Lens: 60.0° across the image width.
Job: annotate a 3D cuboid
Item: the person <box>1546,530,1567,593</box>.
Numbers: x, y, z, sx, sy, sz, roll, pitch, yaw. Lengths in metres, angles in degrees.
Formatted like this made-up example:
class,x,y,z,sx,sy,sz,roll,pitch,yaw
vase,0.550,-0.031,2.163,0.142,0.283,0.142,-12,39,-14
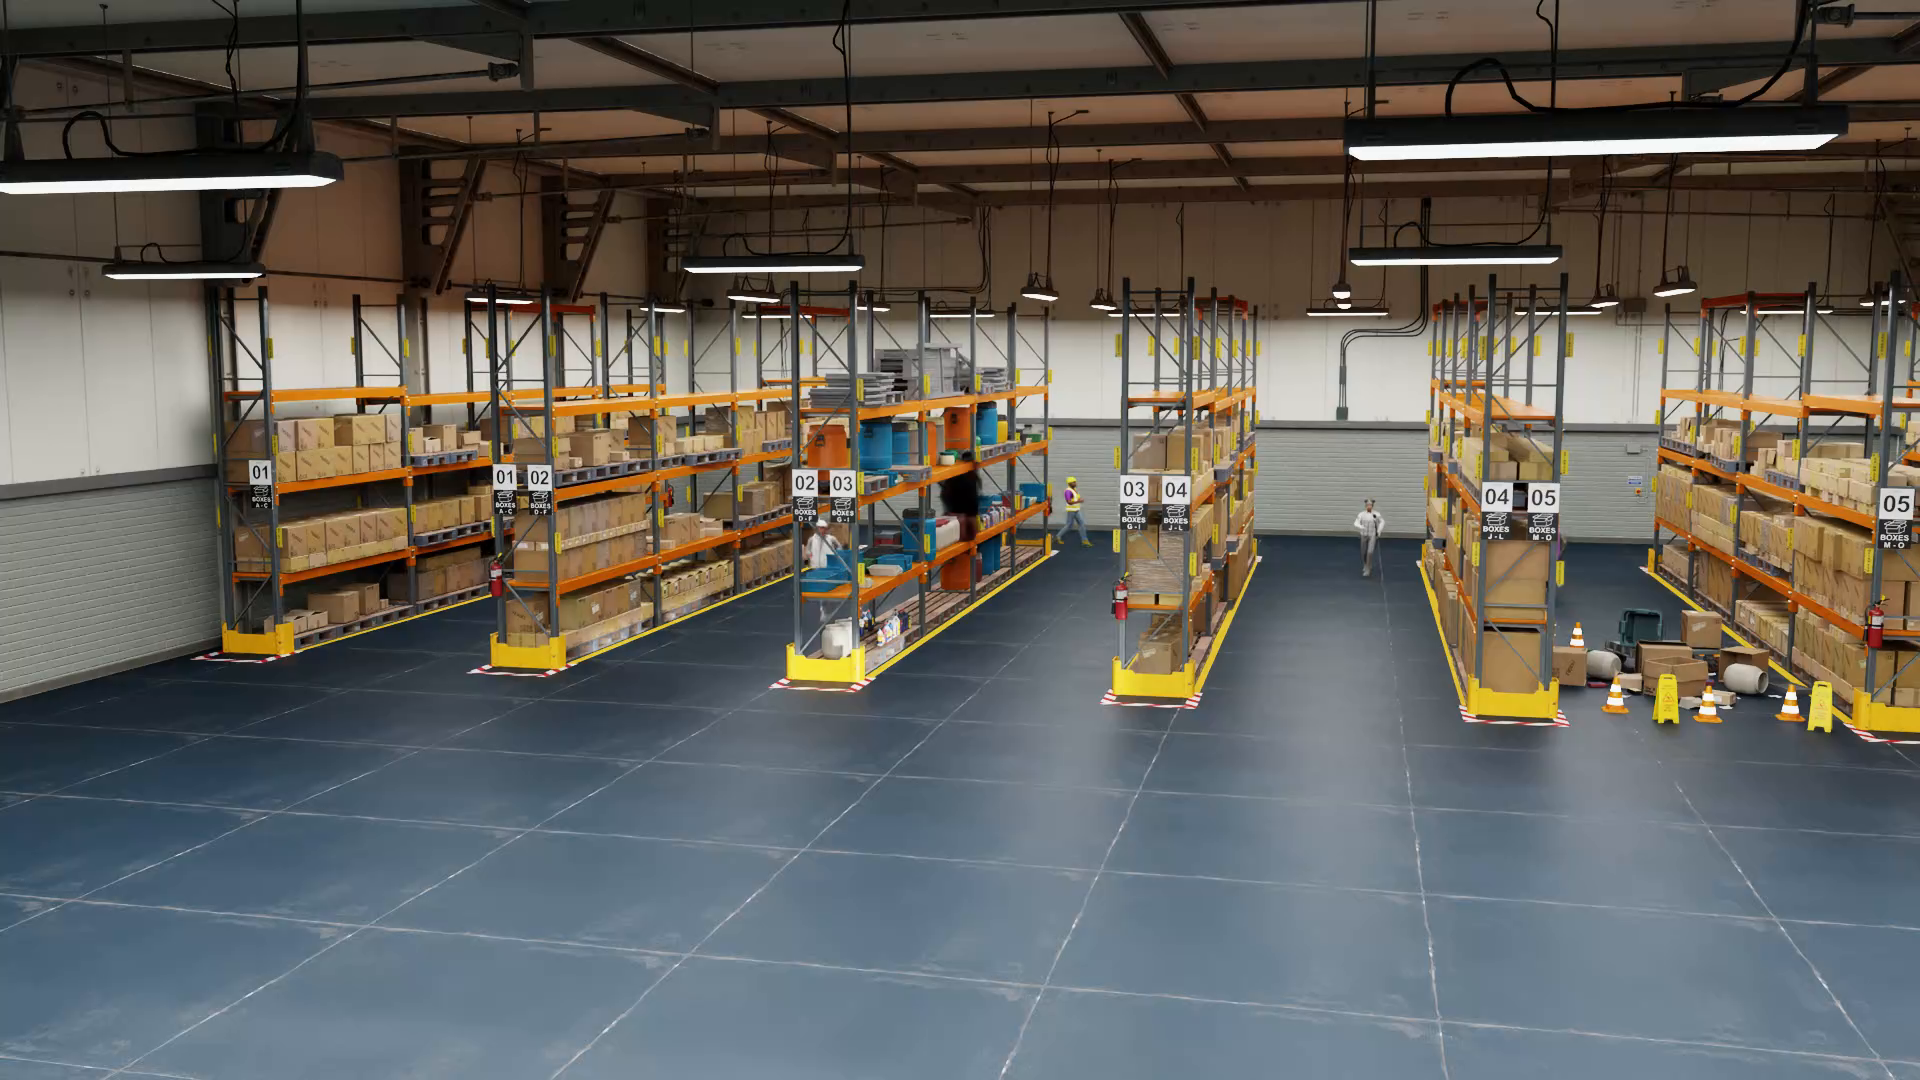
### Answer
class,x,y,z,sx,sy,sz,roll,pitch,yaw
person,12.096,0.354,33.942,0.544,1.559,0.672,1,7,7

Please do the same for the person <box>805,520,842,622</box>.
class,x,y,z,sx,sy,sz,roll,pitch,yaw
person,-2.488,0.523,30.133,0.610,1.805,0.886,2,7,14

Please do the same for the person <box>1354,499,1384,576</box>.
class,x,y,z,sx,sy,sz,roll,pitch,yaw
person,9.041,-0.080,36.801,0.624,1.688,0.834,3,7,22

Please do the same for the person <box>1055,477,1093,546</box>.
class,x,y,z,sx,sy,sz,roll,pitch,yaw
person,2.899,-0.728,42.164,0.981,1.754,0.705,3,7,26
